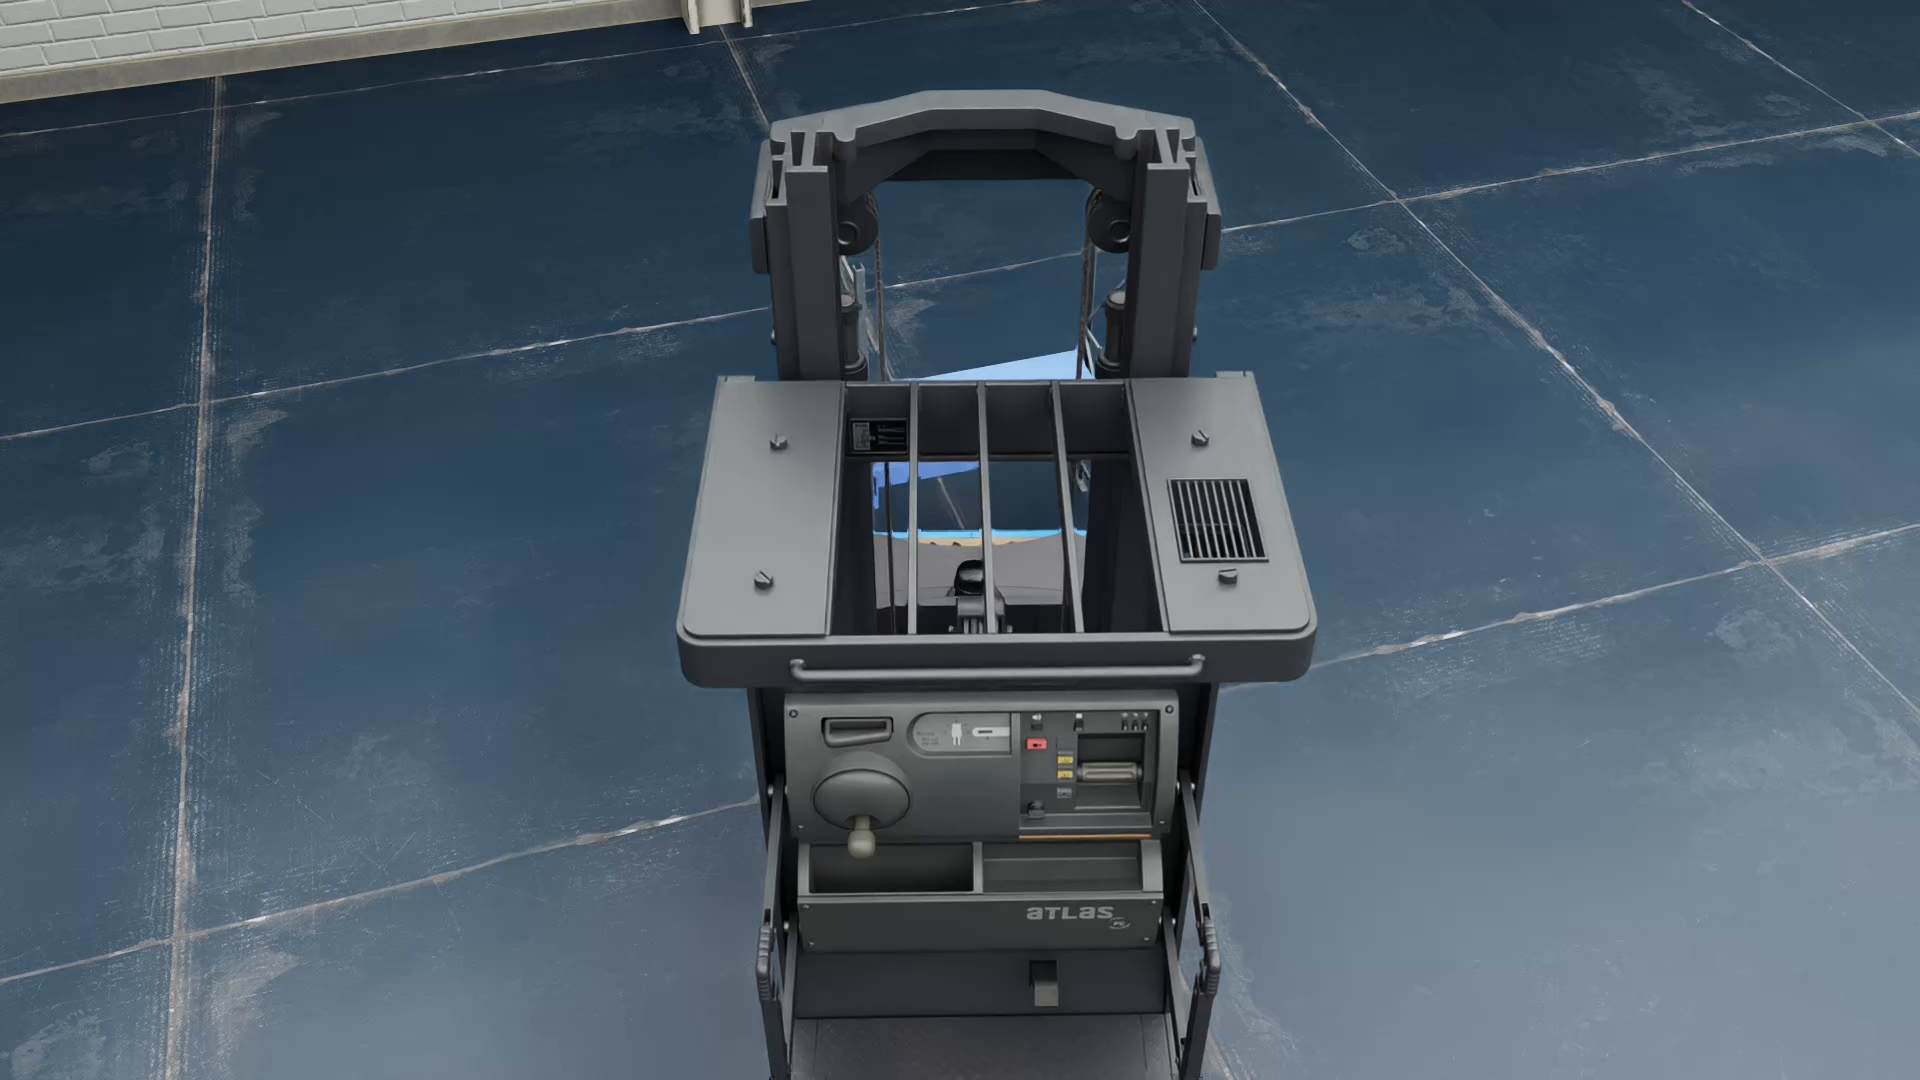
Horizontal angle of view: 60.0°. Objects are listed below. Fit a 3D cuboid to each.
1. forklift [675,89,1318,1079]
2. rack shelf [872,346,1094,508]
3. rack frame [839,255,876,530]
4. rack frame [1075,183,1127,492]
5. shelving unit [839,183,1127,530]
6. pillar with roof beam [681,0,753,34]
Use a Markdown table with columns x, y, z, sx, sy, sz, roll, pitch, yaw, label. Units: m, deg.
| x | y | z | sx | sy | sz | roll | pitch | yaw | label |
| --- | --- | --- | --- | --- | --- | --- | --- | --- | --- |
| 0.057 | 0.637 | 3.793 | 1.130 | 2.935 | 3.031 | -1 | 41 | -1 | forklift |
| 0.081 | -0.446 | 6.394 | 1.000 | 0.185 | 0.538 | -12 | 42 | -13 | rack shelf |
| -0.404 | -0.481 | 6.161 | 0.032 | 1.500 | 0.500 | -12 | 42 | -13 | rack frame |
| 0.566 | -0.682 | 6.391 | 0.032 | 1.500 | 0.500 | -12 | 42 | -13 | rack frame |
| 0.081 | -0.582 | 6.276 | 1.048 | 1.500 | 0.538 | -12 | 42 | -13 | shelving unit |
| -0.242 | -3.972 | 4.457 | 0.400 | 9.000 | 9.100 | -12 | 42 | -13 | pillar with roof beam |
